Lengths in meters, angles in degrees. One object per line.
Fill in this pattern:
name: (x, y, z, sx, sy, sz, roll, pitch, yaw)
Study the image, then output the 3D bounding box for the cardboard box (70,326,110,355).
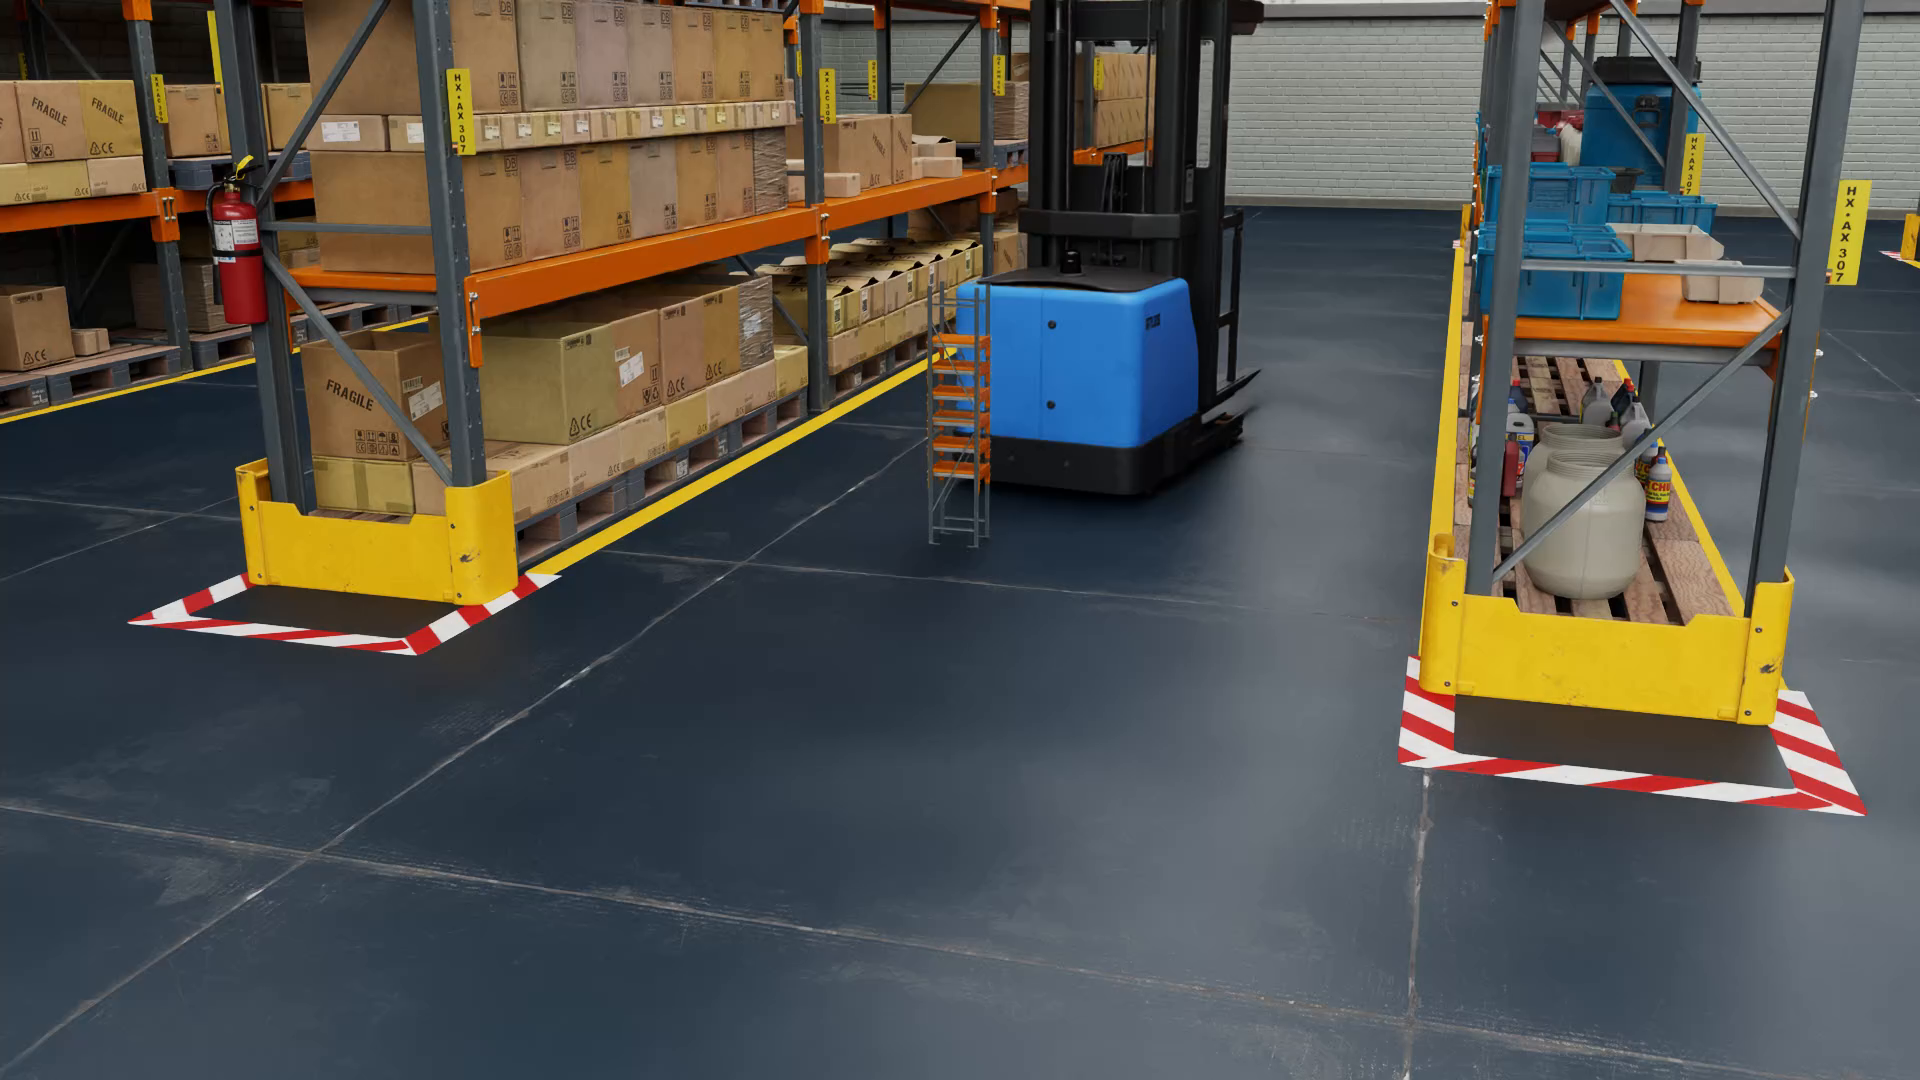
cardboard box: (-6.219, -1.400, 11.654, 0.380, 0.166, 0.250, 2, 16, 9)

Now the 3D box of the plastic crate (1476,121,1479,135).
plastic crate: (6.053, -4.630, 18.852, 0.416, 0.233, 0.300, 5, 16, 16)

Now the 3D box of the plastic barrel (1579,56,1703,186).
plastic barrel: (3.804, -2.244, 9.326, 0.600, 0.901, 0.708, 5, 16, 16)

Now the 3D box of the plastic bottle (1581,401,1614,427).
plastic bottle: (3.293, -0.591, 8.600, 0.152, 0.276, 0.135, 5, 16, 16)

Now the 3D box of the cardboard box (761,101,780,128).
cardboard box: (-1.289, -2.518, 9.840, 0.380, 0.149, 0.250, 4, 16, 15)

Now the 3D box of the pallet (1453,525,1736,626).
pallet: (2.479, 0.227, 6.643, 1.003, 0.211, 1.213, 5, 16, 16)

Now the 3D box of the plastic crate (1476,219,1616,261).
plastic crate: (2.312, -1.131, 6.593, 0.499, 0.251, 0.408, 5, 16, 16)

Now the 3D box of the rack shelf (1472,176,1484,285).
rack shelf: (3.972, -2.103, 11.064, 1.077, 0.370, 4.000, 5, 16, 16)

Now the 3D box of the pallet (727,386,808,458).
pallet: (-1.611, -0.764, 10.137, 1.003, 0.211, 1.213, 5, 16, 16)

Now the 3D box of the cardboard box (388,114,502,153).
cardboard box: (-2.164, -1.710, 6.990, 0.380, 0.149, 0.250, 5, 16, 15)

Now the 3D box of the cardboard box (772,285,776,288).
cardboard box: (-1.505, -1.588, 11.172, 0.500, 0.311, 0.500, 5, 16, 16)

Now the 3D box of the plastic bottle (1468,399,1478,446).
plastic bottle: (2.722, -0.634, 8.617, 0.144, 0.351, 0.185, 4, 16, 14)

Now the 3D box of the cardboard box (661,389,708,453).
cardboard box: (-1.688, -0.659, 8.924, 0.500, 0.250, 0.500, 5, 16, 16)

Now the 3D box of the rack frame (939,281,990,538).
rack frame: (0.022, -0.597, 7.737, 0.240, 1.200, 0.006, 5, 16, 16)

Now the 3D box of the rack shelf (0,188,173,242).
rack shelf: (-6.664, -1.824, 10.083, 1.077, 0.370, 4.000, 5, 16, 16)

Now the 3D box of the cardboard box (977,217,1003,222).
cardboard box: (0.123, -2.902, 16.339, 0.500, 0.500, 0.500, 4, 16, 14)

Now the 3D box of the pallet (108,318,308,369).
pallet: (-5.875, -1.556, 12.929, 1.003, 0.211, 1.213, 5, 16, 16)

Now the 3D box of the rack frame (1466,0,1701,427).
rack frame: (3.403, -1.926, 9.121, 1.000, 3.000, 0.127, 5, 16, 16)

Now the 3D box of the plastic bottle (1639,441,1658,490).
plastic bottle: (3.178, -0.318, 7.647, 0.097, 0.271, 0.097, 0, 16, 0)

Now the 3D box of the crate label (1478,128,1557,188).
crate label: (3.998, -2.750, 11.963, 0.502, 0.435, 0.616, 5, 16, 16)

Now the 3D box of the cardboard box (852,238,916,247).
cardboard box: (-0.638, -2.392, 14.007, 0.500, 0.311, 0.500, 5, 17, 18)

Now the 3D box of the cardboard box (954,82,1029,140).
cardboard box: (0.306, -4.005, 15.500, 0.700, 0.500, 0.500, 8, 18, 26)

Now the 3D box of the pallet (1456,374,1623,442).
pallet: (3.589, -0.792, 10.236, 1.003, 0.211, 1.213, 5, 16, 16)

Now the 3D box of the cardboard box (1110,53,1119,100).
cardboard box: (1.479, -5.169, 18.541, 0.500, 0.500, 0.500, 4, 16, 14)

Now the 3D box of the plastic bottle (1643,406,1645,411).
plastic bottle: (3.436, -0.543, 8.420, 0.061, 0.283, 0.133, 6, 17, 20)

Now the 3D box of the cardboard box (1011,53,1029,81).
cardboard box: (0.824, -5.085, 18.245, 0.500, 0.500, 0.500, 5, 17, 16)

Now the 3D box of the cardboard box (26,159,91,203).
cardboard box: (-6.089, -2.354, 10.870, 0.500, 0.250, 0.500, 5, 17, 16)

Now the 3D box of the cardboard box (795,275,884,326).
cardboard box: (-0.841, -1.679, 11.493, 0.500, 0.311, 0.500, 4, 16, 15)

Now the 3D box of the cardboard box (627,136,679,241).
cardboard box: (-1.899, -1.839, 8.631, 0.700, 0.500, 0.500, 5, 17, 18)

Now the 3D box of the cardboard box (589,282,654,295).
cardboard box: (-2.061, -1.192, 9.430, 0.500, 0.500, 0.500, 5, 16, 16)

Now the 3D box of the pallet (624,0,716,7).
pallet: (-3.579, -6.400, 19.563, 1.003, 0.211, 1.213, 5, 16, 16)

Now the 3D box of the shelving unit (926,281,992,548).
shelving unit: (-0.004, -0.573, 7.652, 0.258, 1.200, 0.189, 5, 16, 16)

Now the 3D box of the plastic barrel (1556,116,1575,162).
plastic barrel: (4.452, -2.740, 11.788, 0.421, 0.512, 0.421, 0, 16, 0)

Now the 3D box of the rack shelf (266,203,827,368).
rack shelf: (-1.913, -1.441, 8.732, 1.077, 0.370, 4.000, 5, 16, 16)

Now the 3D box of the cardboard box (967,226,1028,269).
cardboard box: (0.339, -2.601, 15.275, 0.500, 0.500, 0.500, 4, 16, 14)

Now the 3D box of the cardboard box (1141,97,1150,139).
cardboard box: (2.055, -5.224, 20.567, 0.500, 0.500, 0.500, 5, 17, 16)

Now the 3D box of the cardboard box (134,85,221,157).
cardboard box: (-5.918, -3.084, 12.216, 0.700, 0.500, 0.500, 5, 16, 16)

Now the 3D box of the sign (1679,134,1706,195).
sign: (3.928, -2.013, 8.923, 0.100, 0.325, 0.005, 5, 16, 16)

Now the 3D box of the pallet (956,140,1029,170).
pallet: (-0.083, -3.448, 14.839, 1.213, 0.211, 1.003, 5, 16, 16)

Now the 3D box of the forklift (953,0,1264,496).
forklift: (1.041, -1.992, 9.480, 1.130, 2.935, 3.031, 7, 17, 24)

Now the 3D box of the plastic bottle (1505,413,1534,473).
plastic bottle: (2.751, -0.482, 8.218, 0.152, 0.276, 0.135, 5, 16, 16)

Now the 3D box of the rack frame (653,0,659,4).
rack frame: (-3.822, -4.787, 19.209, 1.000, 3.000, 0.127, 5, 16, 16)

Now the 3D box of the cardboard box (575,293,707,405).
cardboard box: (-1.687, -1.019, 8.821, 0.500, 0.500, 0.500, 5, 16, 16)

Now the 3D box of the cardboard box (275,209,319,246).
cardboard box: (-5.477, -2.638, 14.035, 0.500, 0.250, 0.500, 5, 16, 16)

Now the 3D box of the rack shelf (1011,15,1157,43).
rack shelf: (1.497, -6.024, 19.391, 1.077, 0.370, 4.000, 5, 16, 16)

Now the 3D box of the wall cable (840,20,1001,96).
wall cable: (-0.735, -8.678, 27.622, 3.097, 2.526, 0.112, 5, 16, 16)

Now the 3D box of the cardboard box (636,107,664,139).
cardboard box: (-1.726, -2.112, 8.408, 0.380, 0.149, 0.250, 5, 17, 16)

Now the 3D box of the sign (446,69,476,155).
sign: (-1.951, -1.674, 6.503, 0.100, 0.325, 0.005, 5, 16, 16)

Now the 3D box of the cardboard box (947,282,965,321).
cardboard box: (-0.267, -1.945, 13.458, 0.500, 0.250, 0.500, 4, 16, 15)

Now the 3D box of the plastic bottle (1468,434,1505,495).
plastic bottle: (2.466, -0.359, 7.782, 0.152, 0.276, 0.135, 5, 17, 16)

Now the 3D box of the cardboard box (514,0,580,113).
cardboard box: (-2.177, -2.209, 7.561, 0.700, 0.500, 0.500, 4, 16, 14)

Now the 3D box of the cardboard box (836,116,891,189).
cardboard box: (-0.819, -2.827, 12.117, 0.500, 0.500, 0.500, 5, 16, 16)

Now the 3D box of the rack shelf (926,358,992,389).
rack shelf: (-0.004, -0.762, 7.599, 0.258, 0.103, 0.180, 5, 16, 16)
